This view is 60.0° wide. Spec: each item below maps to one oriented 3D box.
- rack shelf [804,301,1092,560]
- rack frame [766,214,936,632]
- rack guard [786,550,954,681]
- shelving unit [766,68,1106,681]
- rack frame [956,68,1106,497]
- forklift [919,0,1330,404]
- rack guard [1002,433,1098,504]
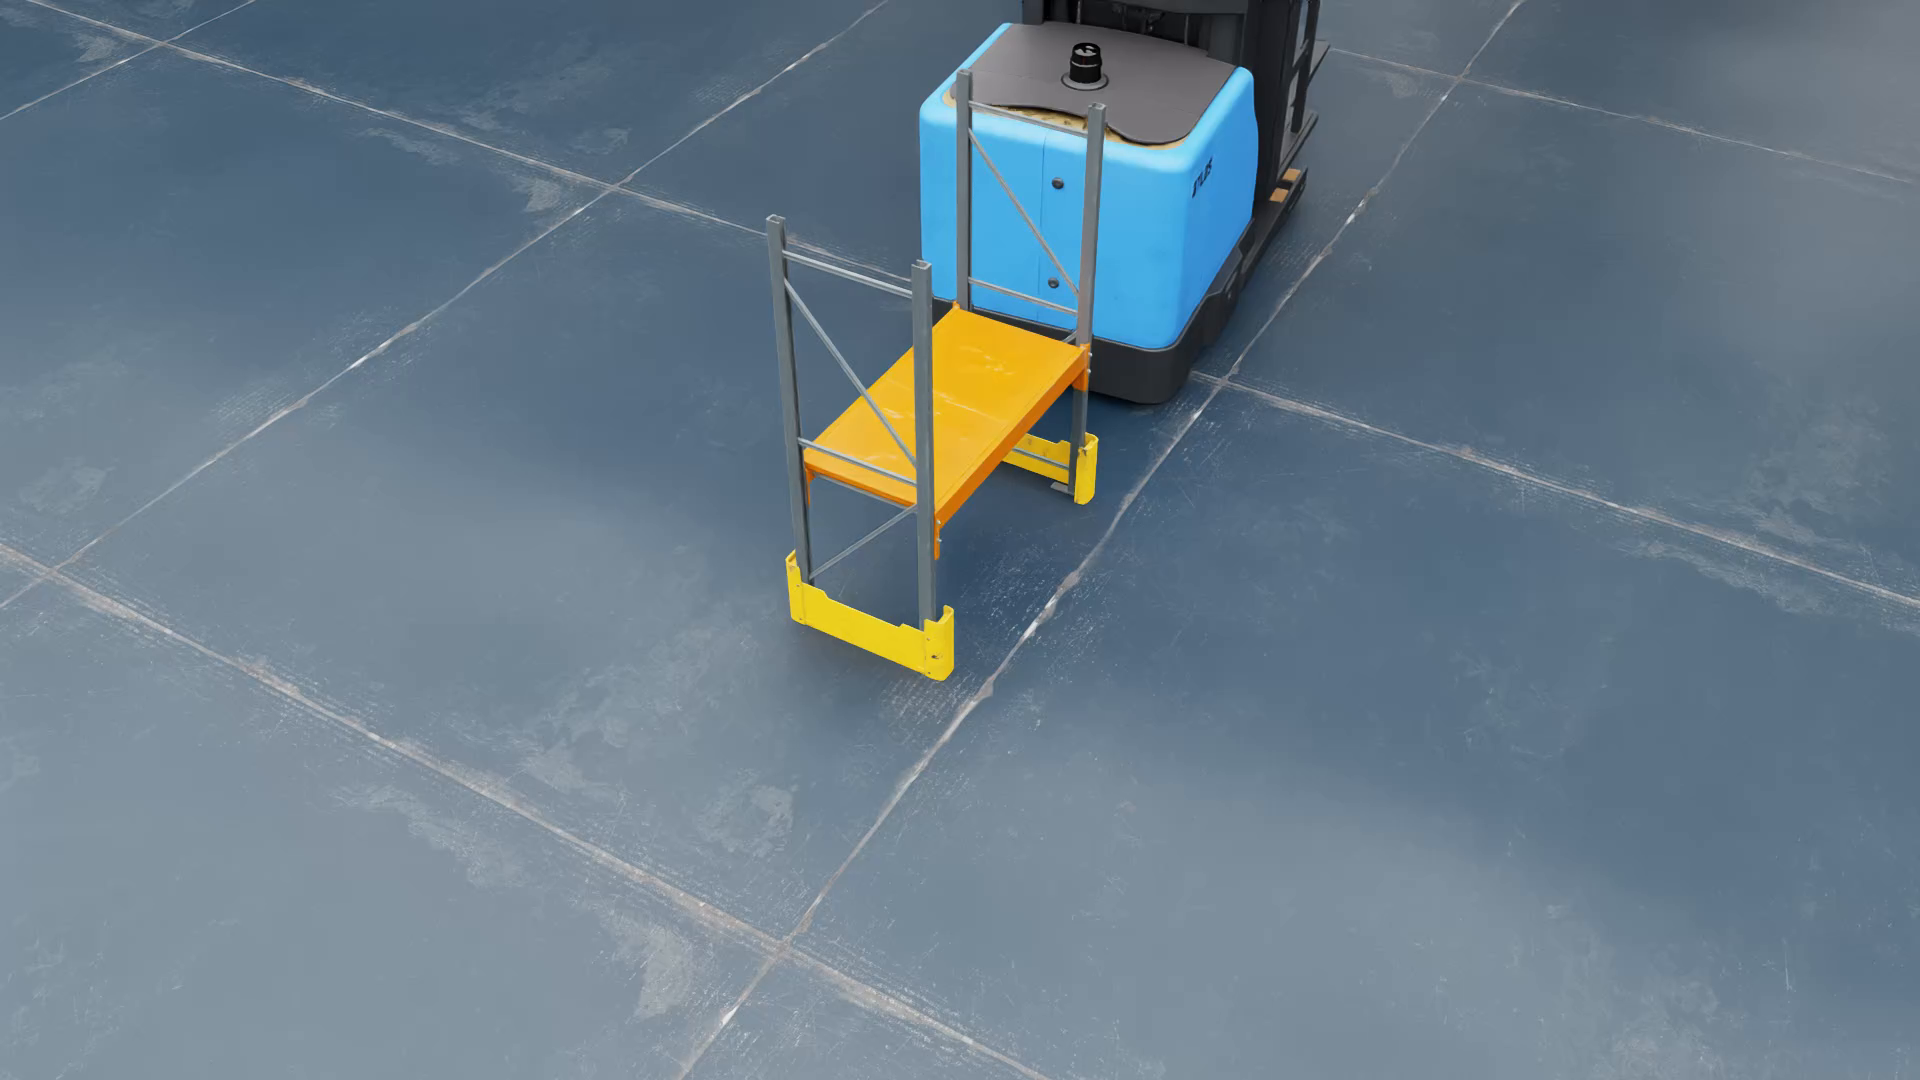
[{"bbox_3d":[-0.043,-0.379,5.318,0.538,0.185,1.000,21,45,22],"label":"rack shelf"},{"bbox_3d":[-0.297,-0.223,4.869,0.500,1.500,0.032,21,45,22],"label":"rack frame"},{"bbox_3d":[-0.287,0.235,5.294,0.587,0.250,0.087,21,45,22],"label":"rack guard"},{"bbox_3d":[-0.038,-0.519,5.205,0.587,1.500,1.083,21,45,22],"label":"shelving unit"},{"bbox_3d":[0.212,-0.805,5.529,0.500,1.500,0.032,21,45,22],"label":"rack frame"},{"bbox_3d":[0.902,-2.586,6.469,1.130,2.935,3.031,16,44,18],"label":"forklift"},{"bbox_3d":[0.211,-0.335,5.941,0.587,0.250,0.087,21,45,22],"label":"rack guard"}]
